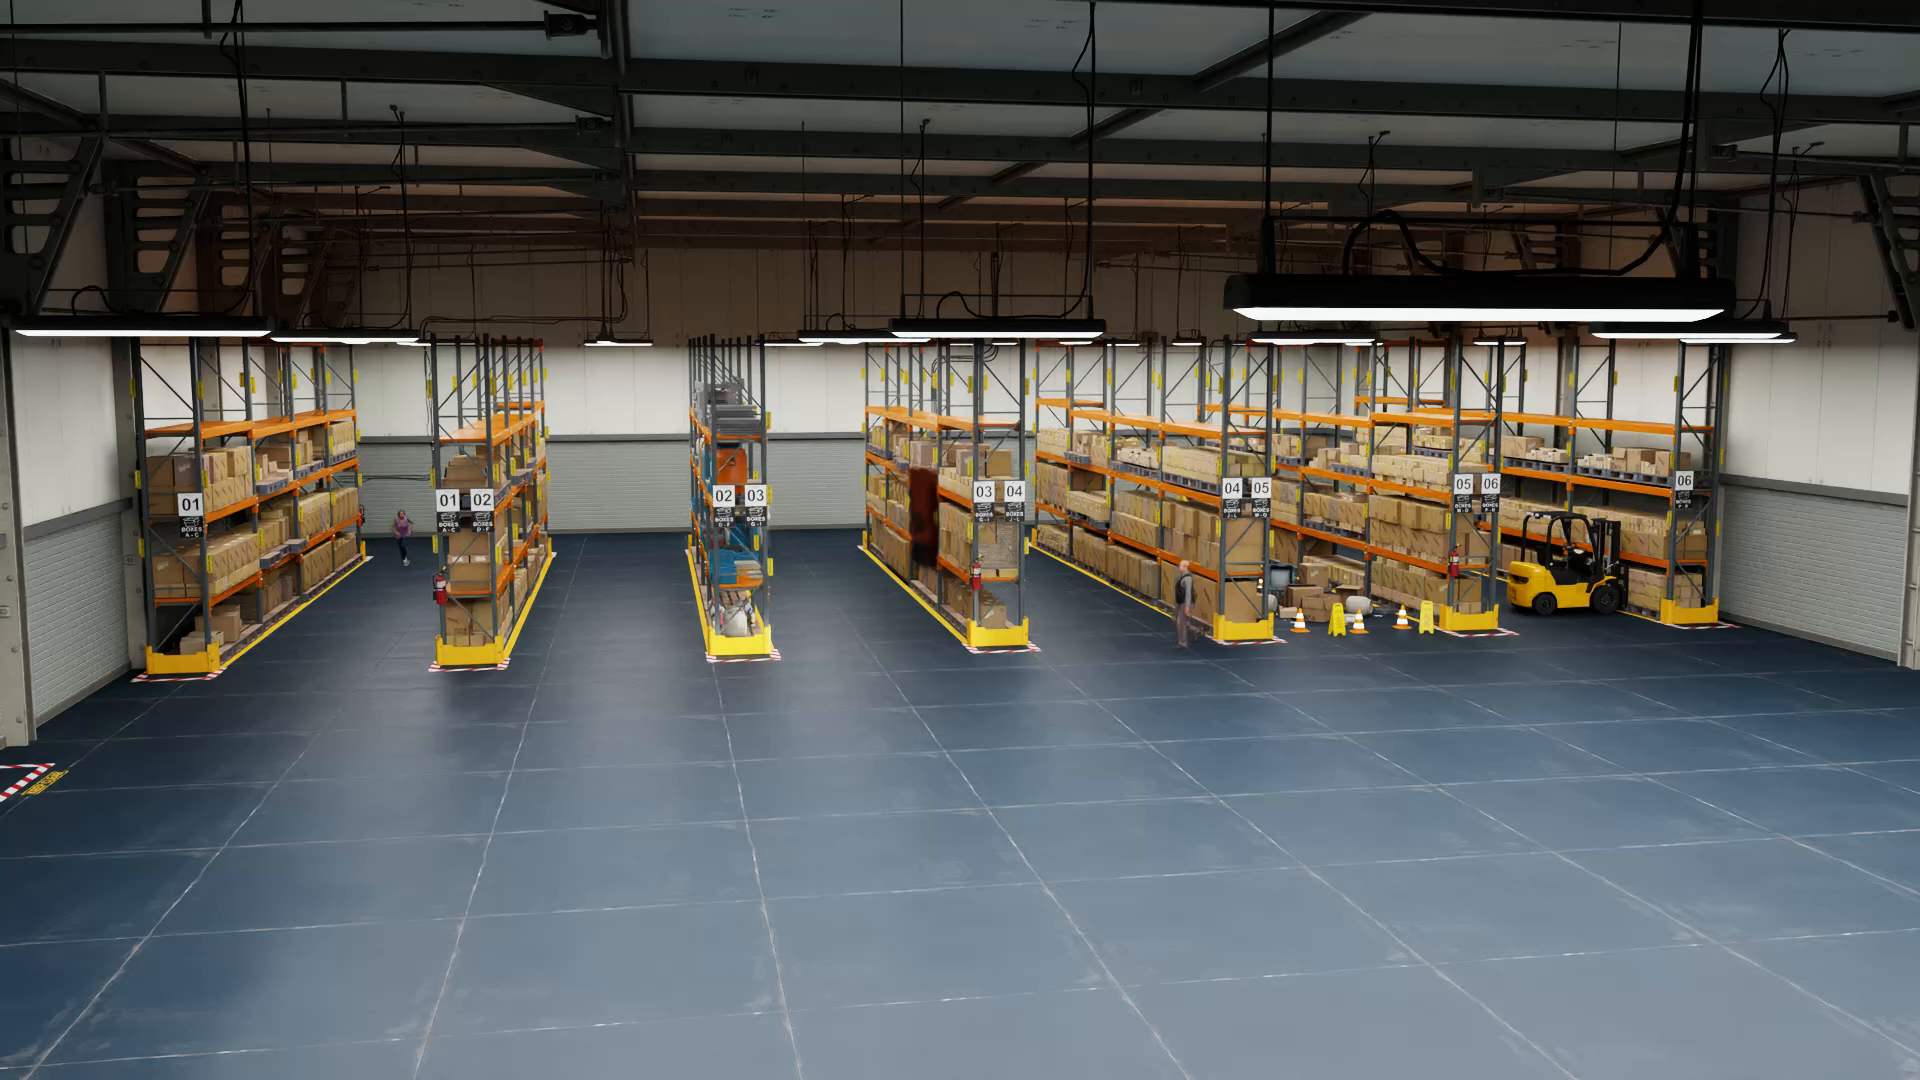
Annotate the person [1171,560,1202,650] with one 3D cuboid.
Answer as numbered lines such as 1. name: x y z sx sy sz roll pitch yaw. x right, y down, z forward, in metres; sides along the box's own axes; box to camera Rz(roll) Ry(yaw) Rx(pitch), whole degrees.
1. person: 4.344 1.232 31.704 0.664 1.711 0.533 -1 7 -12

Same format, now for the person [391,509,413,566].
1. person: -14.719 -0.076 43.947 0.489 1.510 0.780 0 7 -1

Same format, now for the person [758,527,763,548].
1. person: -5.877 -0.568 47.892 0.601 1.696 0.525 1 7 12

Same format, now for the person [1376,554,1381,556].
1. person: 11.199 -0.129 43.912 0.491 1.681 0.399 -6 9 -41

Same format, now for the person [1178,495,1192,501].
1. person: 6.880 -0.942 50.671 0.989 1.732 0.546 -2 7 -13
